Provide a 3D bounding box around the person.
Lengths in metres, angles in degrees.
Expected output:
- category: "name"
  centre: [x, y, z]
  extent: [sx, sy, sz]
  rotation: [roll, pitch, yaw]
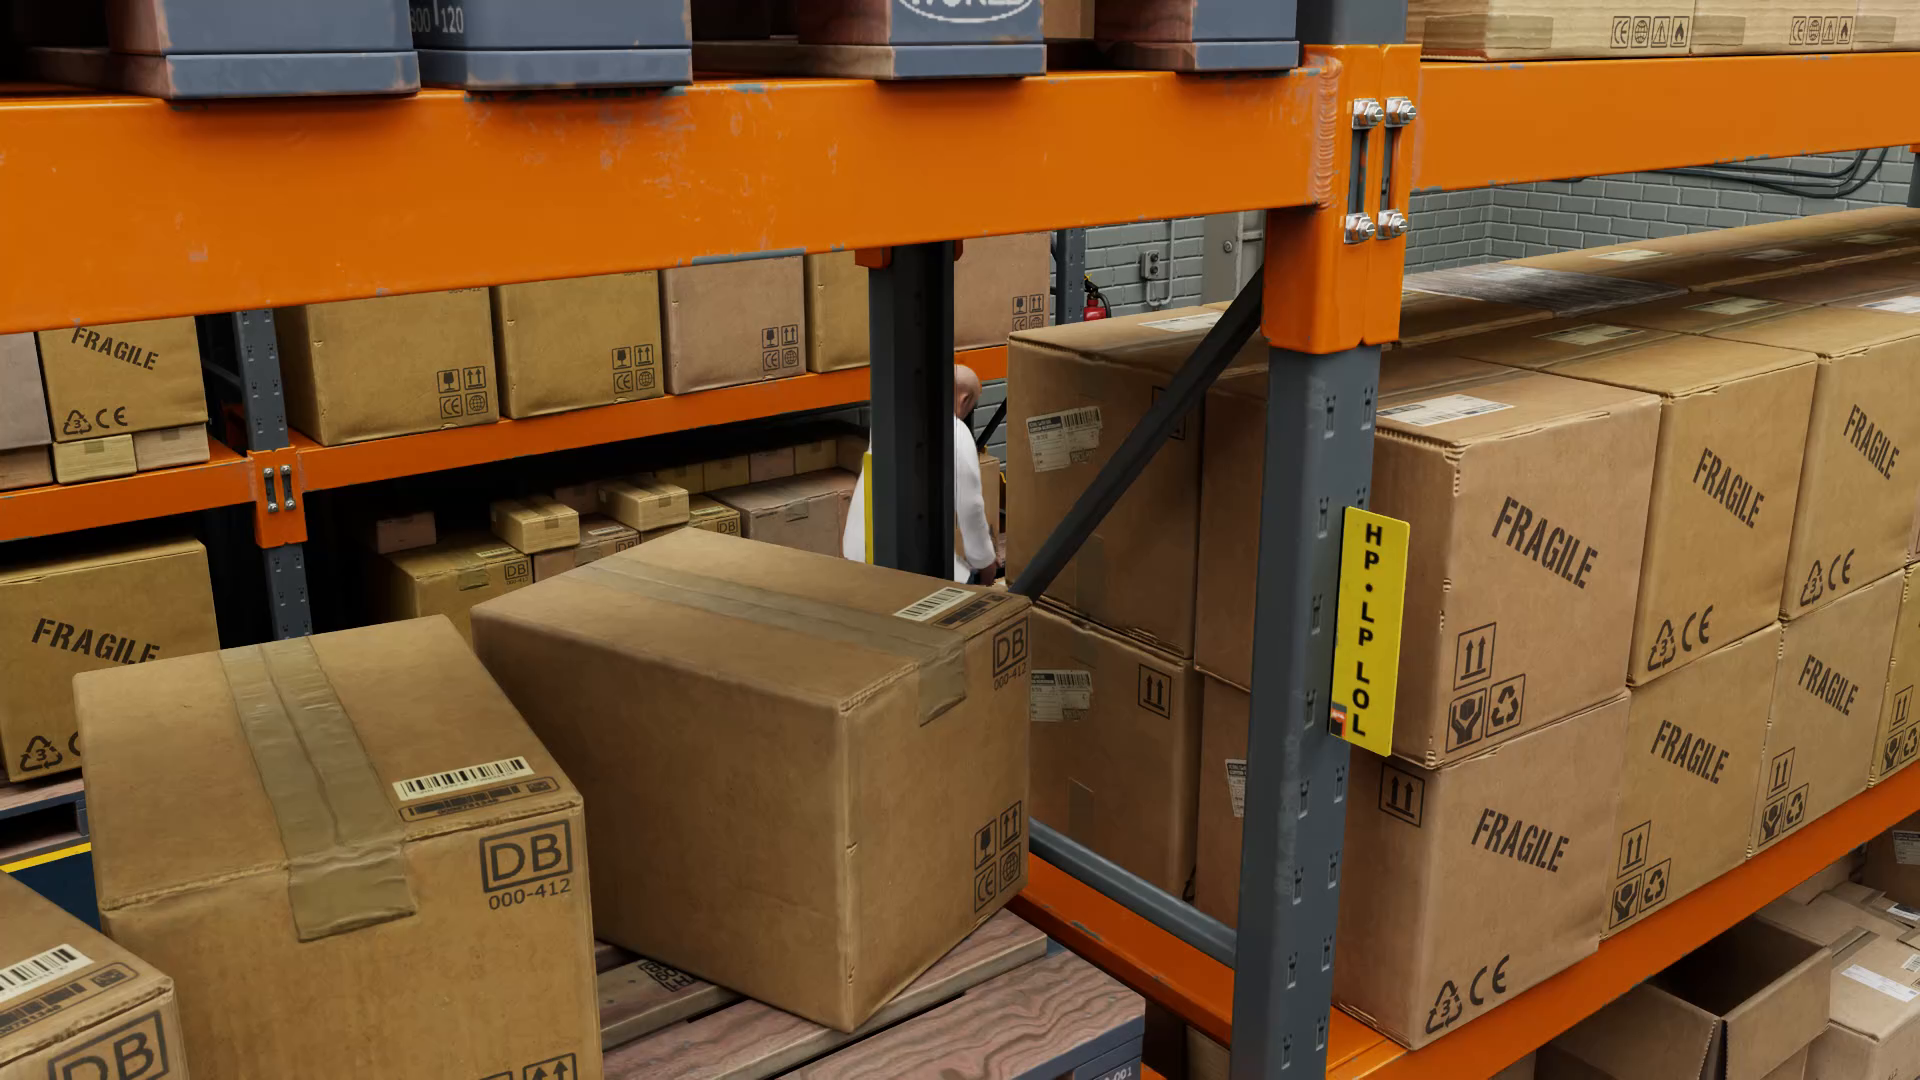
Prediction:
- category: "person"
  centre: [-0.188, 0.020, 7.013]
  extent: [0.680, 1.483, 0.631]
  rotation: [-13, 22, -36]
